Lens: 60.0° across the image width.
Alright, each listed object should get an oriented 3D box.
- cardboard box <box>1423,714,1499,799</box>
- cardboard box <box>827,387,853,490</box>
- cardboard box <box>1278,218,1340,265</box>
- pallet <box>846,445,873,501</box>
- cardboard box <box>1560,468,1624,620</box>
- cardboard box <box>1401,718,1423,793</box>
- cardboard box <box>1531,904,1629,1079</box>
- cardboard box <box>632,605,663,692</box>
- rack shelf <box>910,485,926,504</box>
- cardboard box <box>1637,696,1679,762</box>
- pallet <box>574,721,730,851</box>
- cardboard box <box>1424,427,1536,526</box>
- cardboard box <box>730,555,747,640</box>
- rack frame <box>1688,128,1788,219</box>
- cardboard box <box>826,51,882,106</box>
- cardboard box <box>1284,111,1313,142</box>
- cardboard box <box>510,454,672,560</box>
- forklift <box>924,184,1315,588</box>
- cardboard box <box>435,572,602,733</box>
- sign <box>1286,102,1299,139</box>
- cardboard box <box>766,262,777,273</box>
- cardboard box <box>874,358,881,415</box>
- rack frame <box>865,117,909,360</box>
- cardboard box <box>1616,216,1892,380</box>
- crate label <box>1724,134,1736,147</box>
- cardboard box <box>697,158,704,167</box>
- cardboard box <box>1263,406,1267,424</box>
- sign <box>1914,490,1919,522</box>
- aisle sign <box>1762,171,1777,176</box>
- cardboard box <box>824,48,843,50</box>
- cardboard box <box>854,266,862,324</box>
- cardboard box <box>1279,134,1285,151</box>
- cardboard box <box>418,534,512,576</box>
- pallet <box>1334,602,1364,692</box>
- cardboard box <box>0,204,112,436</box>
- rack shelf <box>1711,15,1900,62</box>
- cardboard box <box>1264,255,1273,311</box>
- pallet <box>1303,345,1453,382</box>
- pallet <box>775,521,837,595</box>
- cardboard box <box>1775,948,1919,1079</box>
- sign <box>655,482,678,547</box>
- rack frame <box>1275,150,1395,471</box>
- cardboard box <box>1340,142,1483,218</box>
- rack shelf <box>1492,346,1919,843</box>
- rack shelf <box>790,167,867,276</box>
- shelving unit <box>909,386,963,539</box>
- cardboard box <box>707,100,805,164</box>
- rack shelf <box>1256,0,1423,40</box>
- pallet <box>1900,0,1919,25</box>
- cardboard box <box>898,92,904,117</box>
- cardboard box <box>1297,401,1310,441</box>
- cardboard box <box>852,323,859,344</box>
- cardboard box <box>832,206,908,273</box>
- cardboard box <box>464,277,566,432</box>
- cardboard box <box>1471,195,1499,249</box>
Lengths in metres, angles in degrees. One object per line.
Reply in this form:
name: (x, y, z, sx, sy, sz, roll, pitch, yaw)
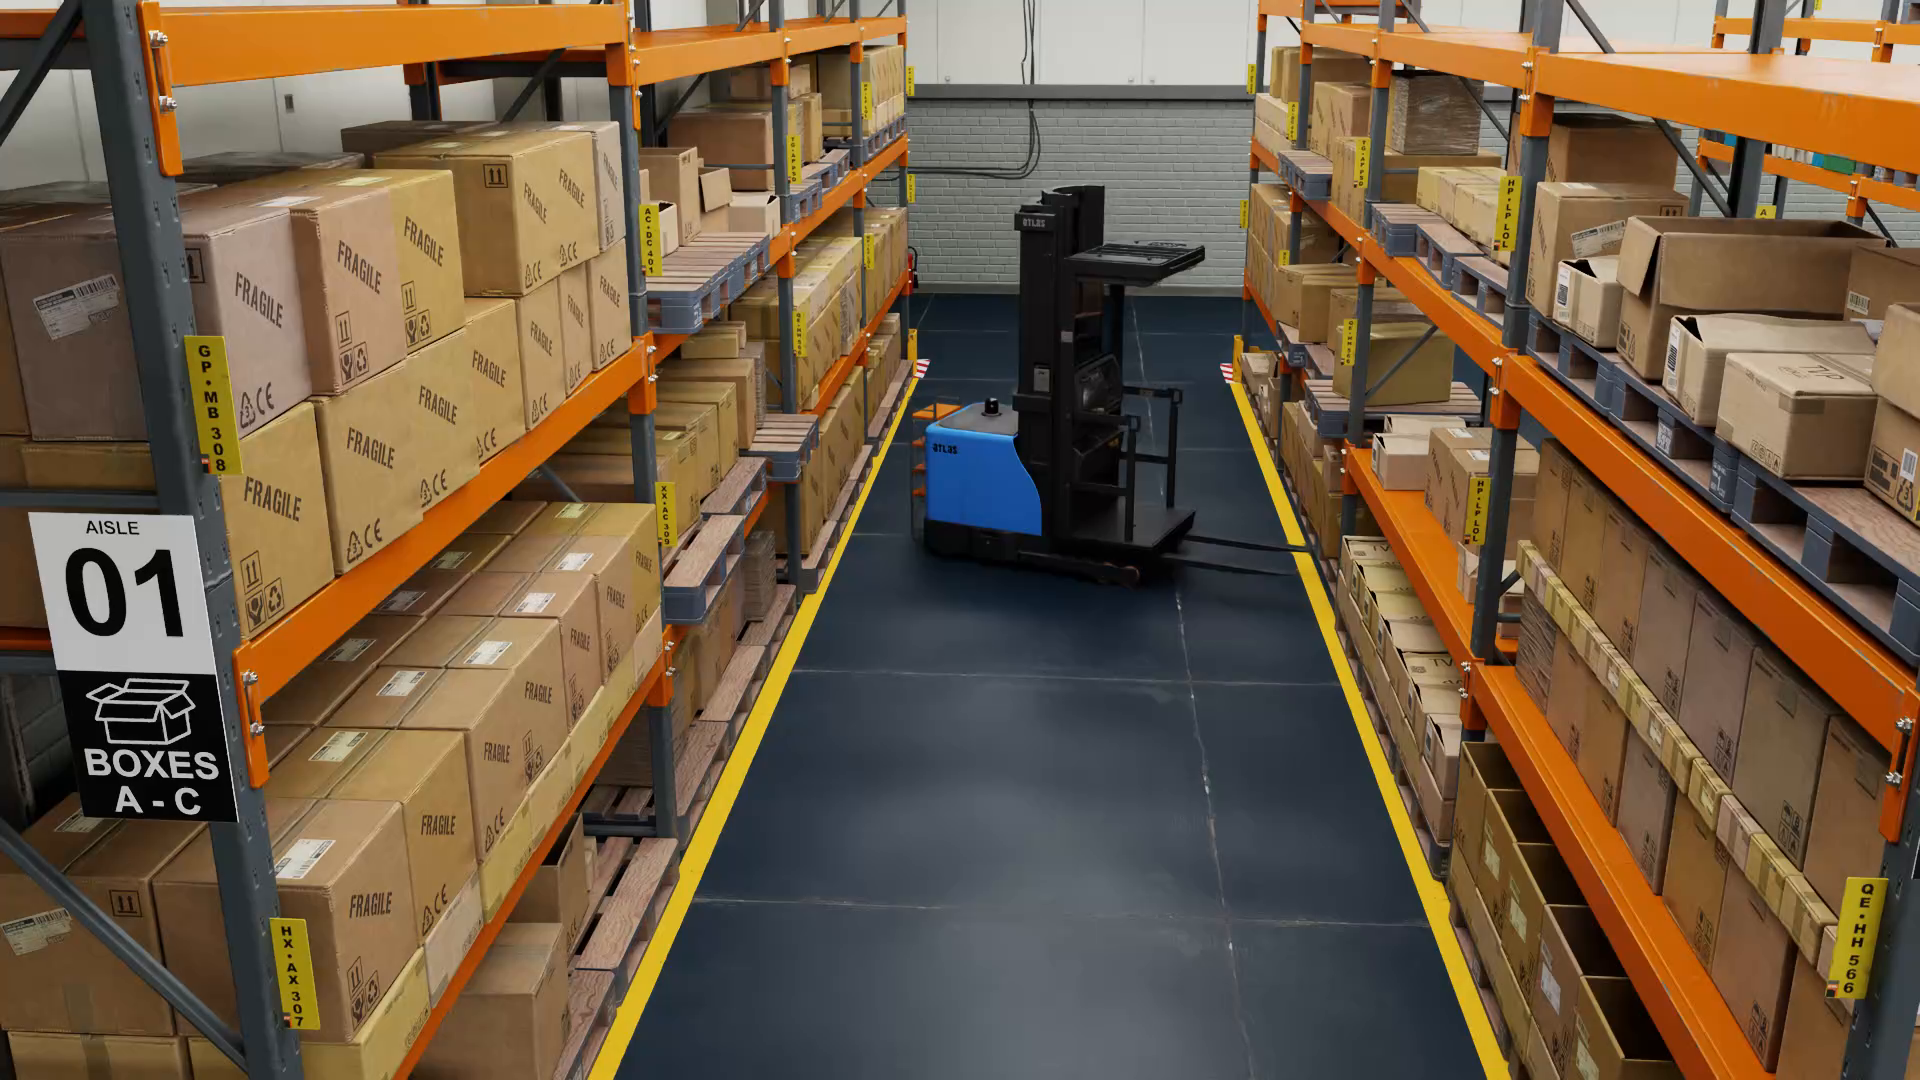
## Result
cardboard box: (2.710, 1.096, 8.601, 0.500, 0.311, 0.500, 1, 18, 4)
cardboard box: (-1.378, -0.903, 14.640, 0.750, 0.750, 0.750, 2, 18, 6)
cardboard box: (3.319, -2.782, 15.830, 0.500, 0.500, 0.500, 1, 18, 4)
pallet: (-1.381, -0.640, 15.536, 1.003, 0.211, 1.213, 1, 18, 4)
cardboard box: (2.907, 0.019, 6.804, 0.700, 0.500, 0.500, 1, 18, 4)
cardboard box: (2.746, 1.203, 9.177, 0.500, 0.250, 0.500, 1, 18, 3)
cardboard box: (2.516, 1.742, 6.328, 0.500, 0.500, 0.500, 1, 18, 4)
cardboard box: (-1.706, 0.494, 7.807, 0.500, 0.250, 0.500, 1, 18, 4)
rack shelf: (-0.197, -0.389, 14.037, 0.258, 0.148, 0.480, 8, 20, 24)
cardboard box: (2.627, 0.670, 5.860, 0.380, 0.149, 0.250, 1, 18, 3)
pallet: (-1.920, 1.362, 9.428, 1.003, 0.211, 1.213, 1, 18, 4)
cardboard box: (3.150, -0.380, 10.106, 0.500, 0.500, 0.500, 0, 18, 1)
cardboard box: (-1.840, 0.397, 11.202, 0.700, 0.500, 0.500, 1, 18, 4)
rack frame: (8.768, -3.227, 18.955, 1.000, 3.000, 0.127, 1, 18, 4)
cardboard box: (-1.039, -4.539, 16.341, 0.500, 0.500, 0.500, 1, 18, 3)
cardboard box: (3.305, -3.846, 15.463, 0.500, 0.250, 0.500, 1, 18, 4)
cardboard box: (-1.904, -0.135, 8.652, 0.700, 0.500, 0.500, 1, 18, 4)
forklift: (1.263, -1.215, 12.923, 3.031, 2.935, 1.130, 8, 20, 24)
cardboard box: (-1.777, 0.449, 6.740, 0.500, 0.500, 0.500, 1, 18, 2)
sign: (2.999, -3.778, 14.987, 0.100, 0.325, 0.005, 1, 18, 4)
cardboard box: (-1.797, -2.143, 13.772, 0.500, 0.250, 0.500, 1, 18, 3)
cardboard box: (-1.205, -1.604, 17.340, 0.700, 0.500, 0.500, 1, 18, 3)
rack frame: (-1.114, -3.448, 19.630, 1.000, 3.000, 0.127, 1, 18, 4)
cardboard box: (2.723, -0.844, 5.799, 0.797, 0.503, 0.637, 3, 18, 10)
crate label: (8.379, -4.303, 17.659, 0.408, 0.251, 0.502, 1, 18, 4)
cardboard box: (-1.968, -2.228, 10.895, 0.500, 0.500, 0.500, 1, 18, 4)
cardboard box: (3.265, -1.252, 16.799, 0.380, 0.149, 0.250, 1, 18, 4)
sign: (2.140, -0.195, 3.588, 0.100, 0.325, 0.005, 1, 18, 4)
aisle sign: (9.065, -4.479, 18.599, 0.394, 0.787, 0.004, 1, 18, 4)
cardboard box: (-1.488, -4.864, 17.334, 0.500, 0.500, 0.500, 1, 18, 4)
cardboard box: (-1.182, -2.256, 15.319, 0.500, 0.500, 0.500, 1, 18, 3)
cardboard box: (3.357, -3.763, 16.013, 0.500, 0.250, 0.500, 1, 18, 4)
cardboard box: (-2.257, 0.286, 7.238, 0.500, 0.500, 0.500, 1, 18, 4)
pallet: (3.156, 0.726, 11.370, 1.003, 0.211, 1.213, 1, 18, 4)
cardboard box: (-2.491, -0.577, 4.250, 0.500, 0.500, 0.500, 2, 18, 6)
rack shelf: (8.624, -4.925, 16.300, 1.077, 0.370, 4.000, 1, 18, 4)
cardboard box: (3.391, -2.625, 16.956, 0.500, 0.500, 0.500, 2, 18, 5)
pallet: (3.389, -1.367, 13.587, 1.003, 0.211, 1.213, 1, 18, 4)
pallet: (-1.556, 0.118, 13.224, 1.003, 0.211, 1.213, 1, 18, 4)
cardboard box: (2.727, 1.438, 4.557, 0.700, 0.500, 0.500, 1, 18, 4)
sign: (-1.432, -0.123, 8.091, 0.100, 0.325, 0.005, 1, 18, 4)
rack frame: (3.541, -2.097, 15.505, 1.000, 3.000, 0.127, 1, 18, 4)
cardboard box: (3.288, -2.622, 12.130, 0.910, 0.500, 0.500, 1, 18, 4)
rack shelf: (2.824, -0.075, 5.671, 1.077, 0.370, 4.000, 1, 18, 4)
rack shelf: (-1.544, -2.669, 13.588, 1.077, 0.370, 4.000, 1, 18, 4)
shelving unit: (-0.197, -0.642, 13.954, 0.258, 1.200, 0.503, 8, 20, 24)
cardboard box: (-1.649, -3.289, 13.458, 0.700, 0.500, 0.500, 1, 18, 4)
rack shelf: (3.684, -5.225, 16.579, 1.077, 0.370, 4.000, 1, 18, 4)
pallet: (8.452, -4.298, 13.535, 1.003, 0.211, 1.213, 1, 18, 4)
cardboard box: (-0.902, -4.816, 18.393, 0.500, 0.250, 0.500, 2, 18, 6)
cardboard box: (3.191, -1.019, 14.319, 0.500, 0.250, 0.500, 1, 18, 4)
cardboard box: (-1.137, -1.906, 15.294, 0.380, 0.149, 0.250, 2, 18, 5)
cardboard box: (-1.140, -3.432, 19.099, 0.980, 0.700, 0.700, 2, 18, 6)
cardboard box: (-1.815, -0.712, 6.268, 0.500, 0.500, 0.500, 1, 18, 2)
cardboard box: (3.165, -1.758, 9.221, 0.500, 0.250, 0.500, 0, 18, -1)
